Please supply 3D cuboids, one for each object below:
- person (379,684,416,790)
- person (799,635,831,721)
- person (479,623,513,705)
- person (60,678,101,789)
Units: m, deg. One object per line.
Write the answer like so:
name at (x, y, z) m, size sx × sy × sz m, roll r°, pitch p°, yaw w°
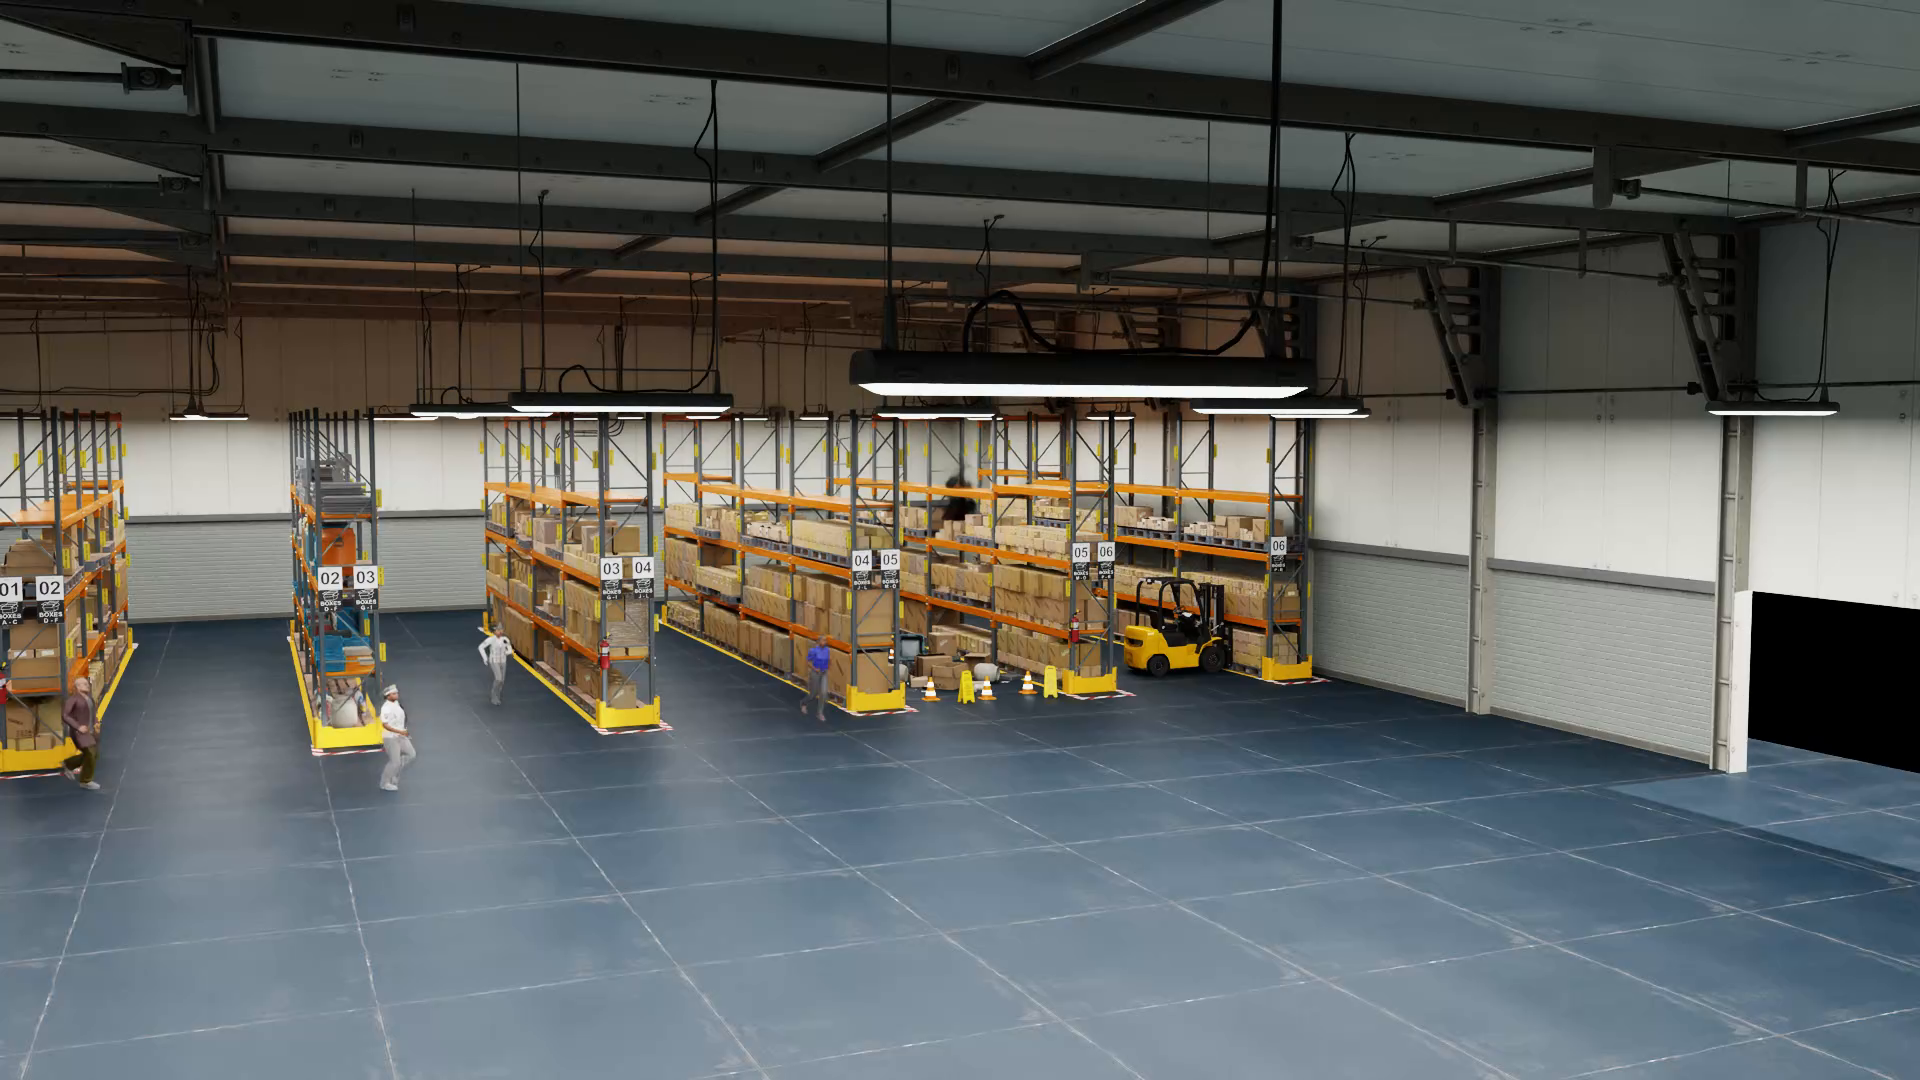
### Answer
person at (-8.823, 3.071, 26.015) m, size 0.552 × 1.661 × 0.590 m, roll 0°, pitch 4°, yaw 7°
person at (-2.743, 2.653, 32.377) m, size 0.617 × 1.635 × 0.802 m, roll -3°, pitch 5°, yaw -37°
person at (-9.362, 2.510, 33.745) m, size 0.598 × 1.669 × 0.611 m, roll -4°, pitch 5°, yaw -41°
person at (-13.866, 3.033, 26.161) m, size 0.714 × 1.749 × 0.746 m, roll 0°, pitch 4°, yaw 4°
